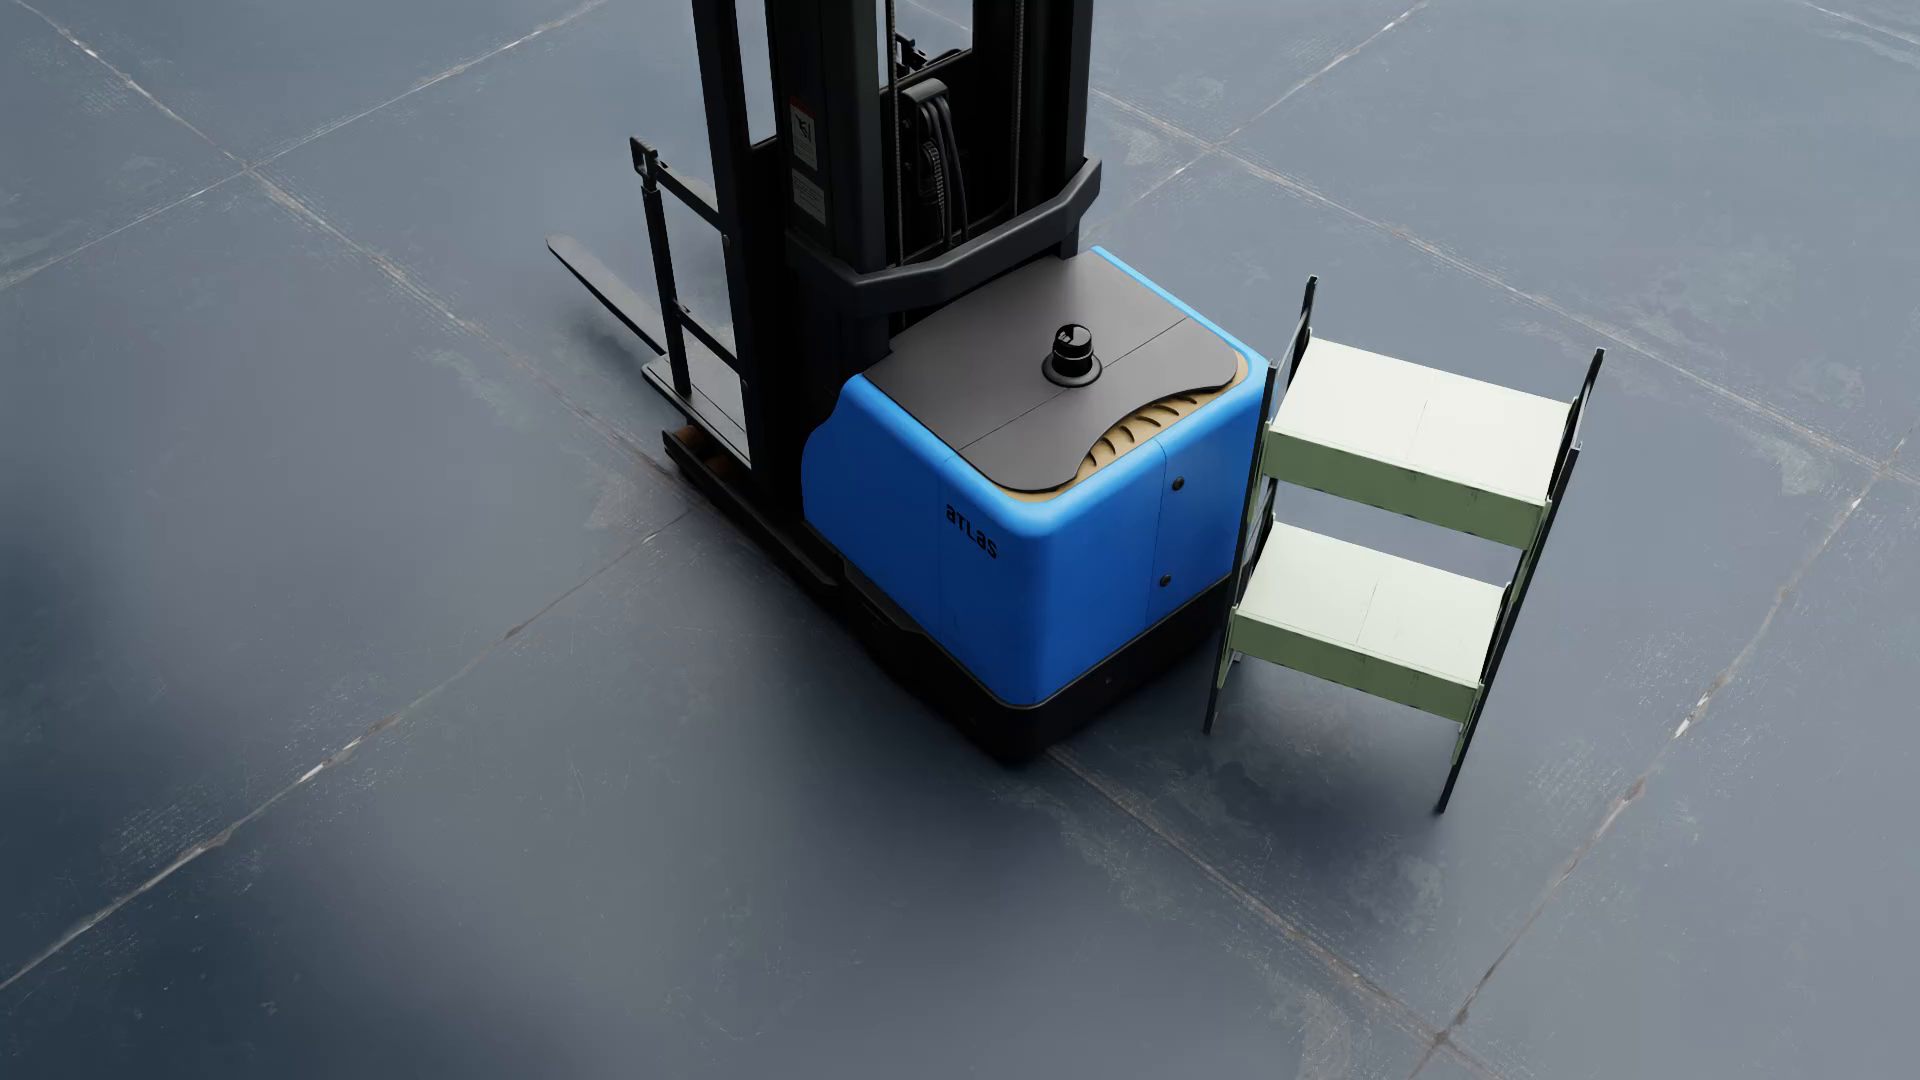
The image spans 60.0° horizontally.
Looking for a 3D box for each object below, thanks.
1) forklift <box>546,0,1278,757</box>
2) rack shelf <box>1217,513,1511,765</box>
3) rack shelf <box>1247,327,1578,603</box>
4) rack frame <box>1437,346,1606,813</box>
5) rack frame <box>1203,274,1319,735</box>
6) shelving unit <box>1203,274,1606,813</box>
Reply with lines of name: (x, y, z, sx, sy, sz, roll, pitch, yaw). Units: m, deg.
forklift: (-0.405, -1.353, 5.010, 1.130, 2.935, 3.031, -32, 54, -26)
rack shelf: (1.183, 0.285, 4.901, 0.720, 0.370, 0.431, 17, 49, 16)
rack shelf: (1.183, -0.206, 4.379, 0.720, 0.370, 0.431, 17, 49, 16)
rack frame: (1.519, 0.167, 4.564, 0.023, 1.500, 0.400, 17, 49, 16)
rack frame: (0.847, -0.044, 4.763, 0.023, 1.500, 0.400, 17, 49, 16)
shelving unit: (1.183, 0.062, 4.663, 0.755, 1.500, 0.431, 17, 49, 16)
